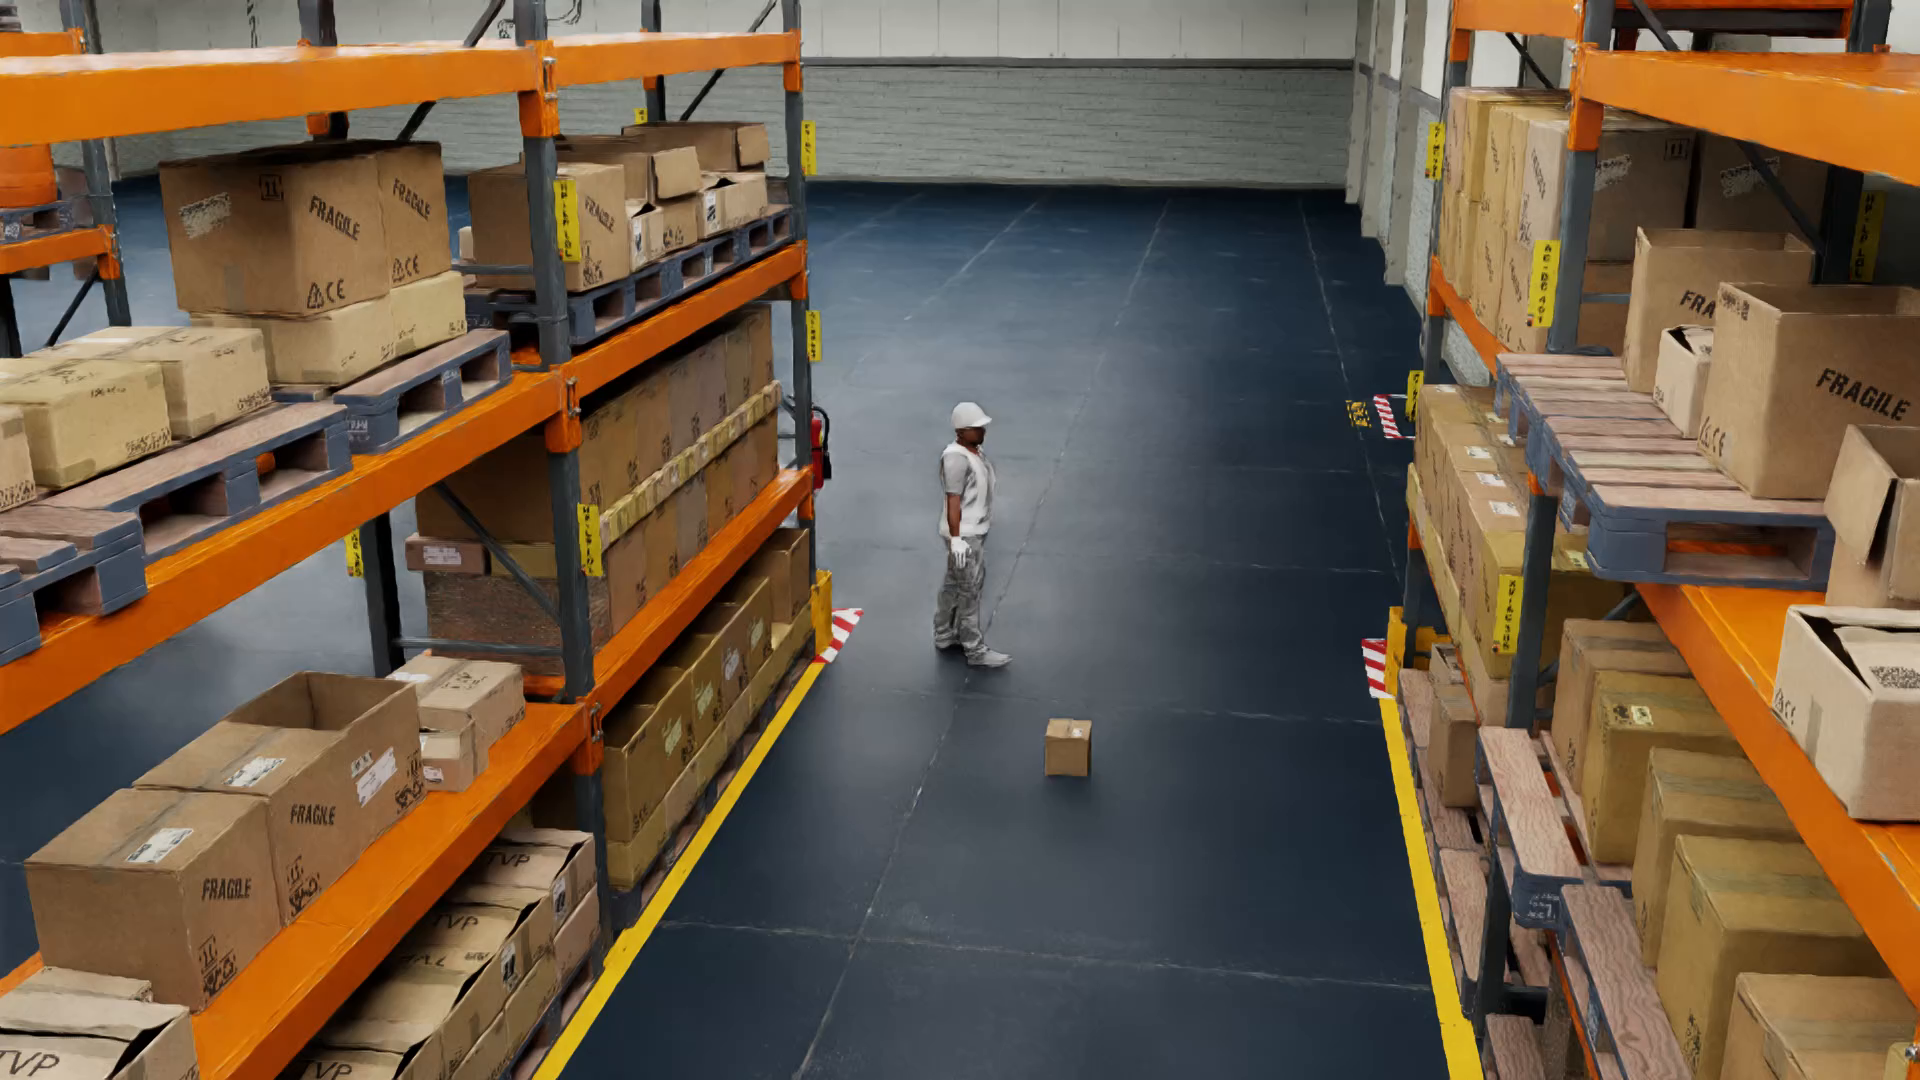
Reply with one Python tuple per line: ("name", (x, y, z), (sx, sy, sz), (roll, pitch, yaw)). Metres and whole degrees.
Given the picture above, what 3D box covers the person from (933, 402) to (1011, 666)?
("person", (0.075, -0.043, 11.111), (0.589, 1.787, 0.734), (3, 18, 10))
